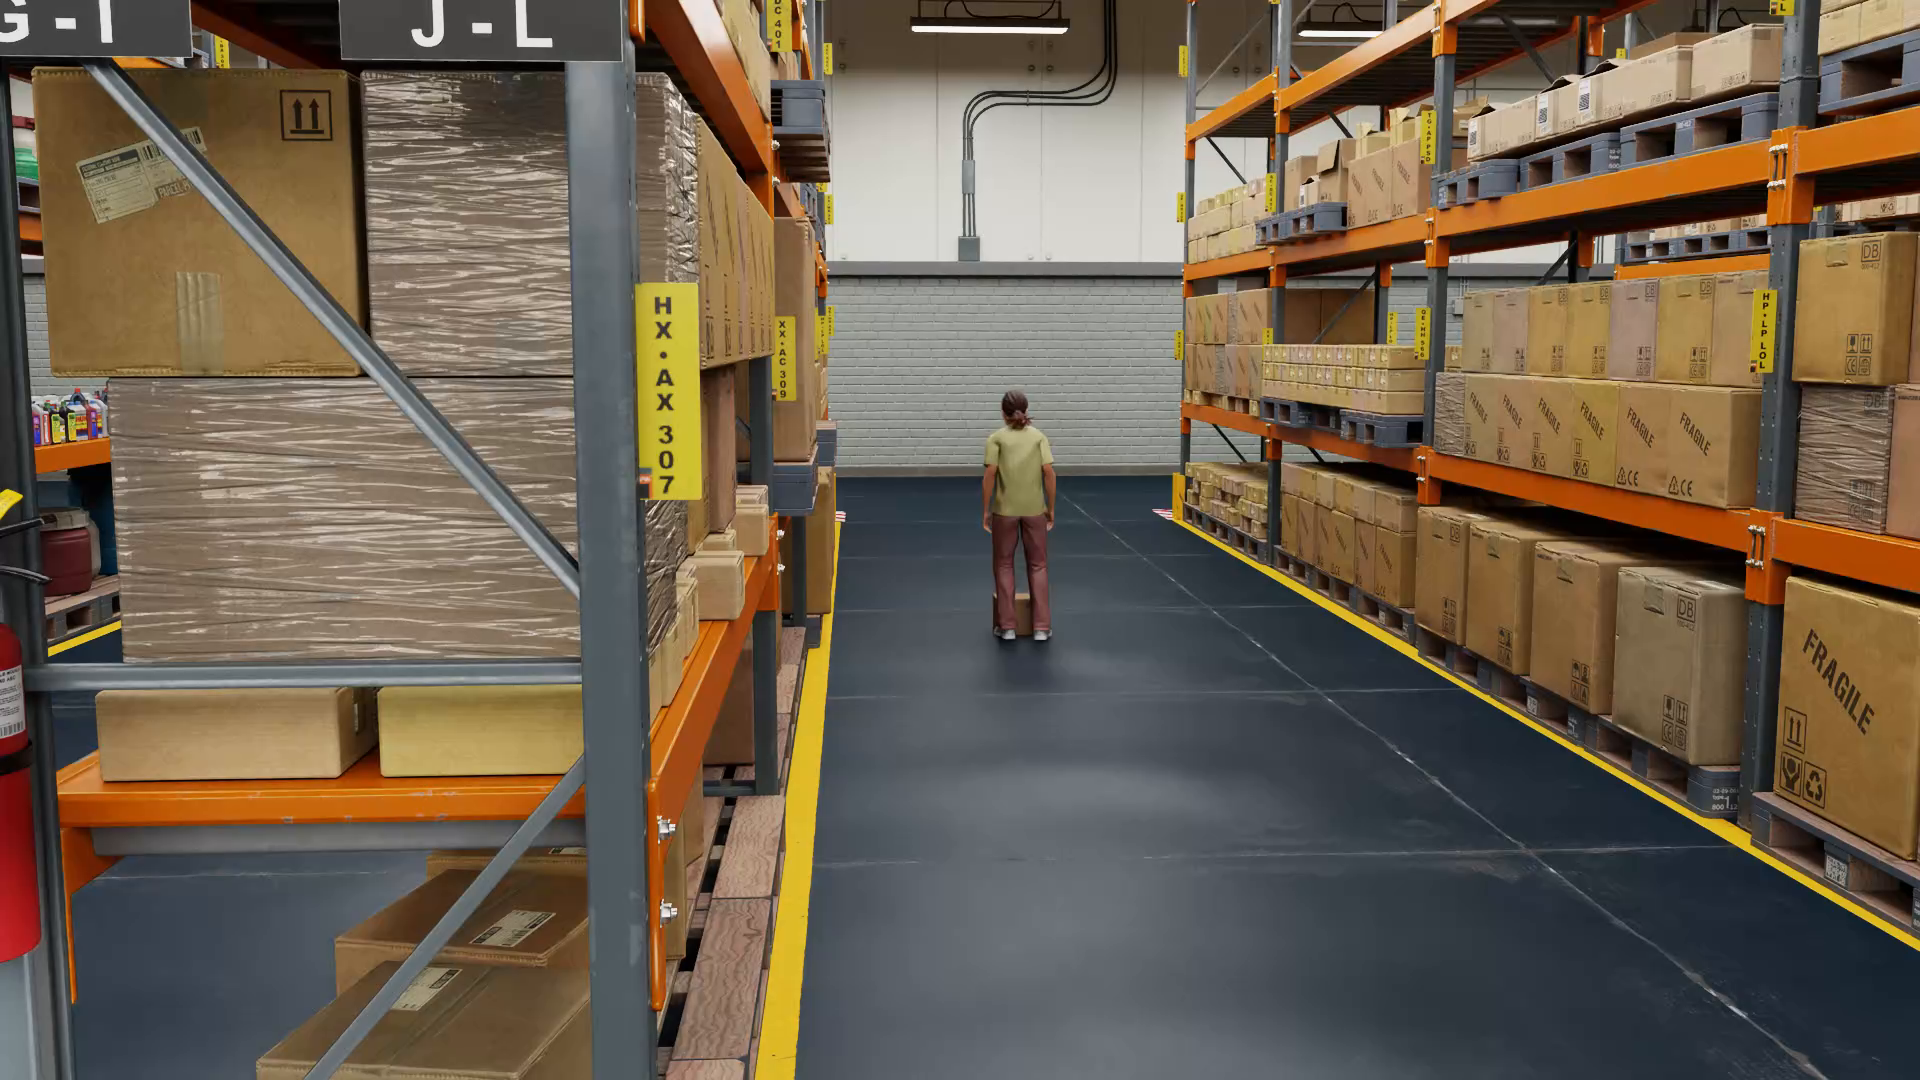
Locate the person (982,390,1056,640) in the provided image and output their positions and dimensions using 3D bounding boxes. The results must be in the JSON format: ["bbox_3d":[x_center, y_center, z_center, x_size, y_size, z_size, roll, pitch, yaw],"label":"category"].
[{"bbox_3d":[0.386,-0.167,11.133,0.505,1.671,0.416,-1,7,-6],"label":"person"}]
